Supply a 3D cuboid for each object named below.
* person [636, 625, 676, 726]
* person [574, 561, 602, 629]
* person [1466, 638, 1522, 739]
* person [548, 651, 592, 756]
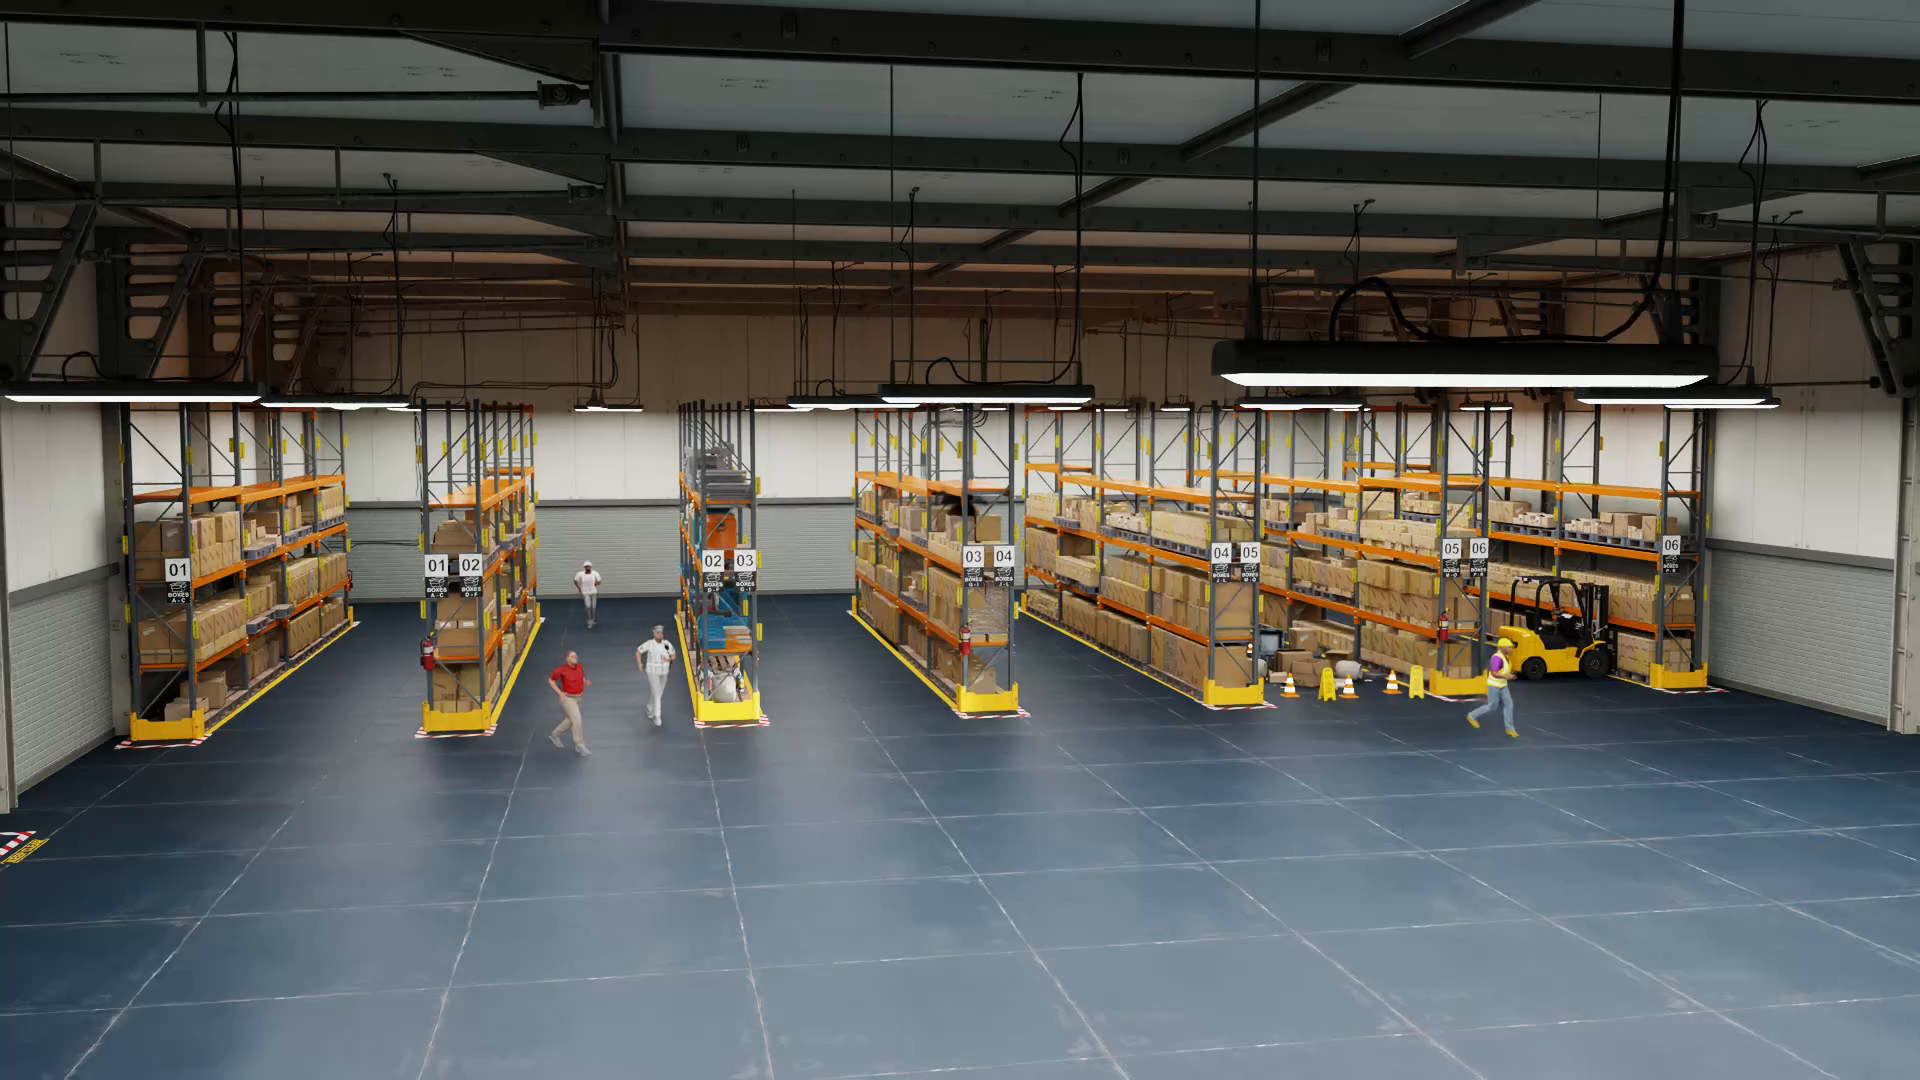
[{"bbox_3d":[-5.633,2.505,31.016,0.713,1.843,0.823,-4,6,-40],"label":"person"},{"bbox_3d":[-10.006,1.473,44.802,0.680,1.824,0.707,-2,5,-25],"label":"person"},{"bbox_3d":[9.548,2.625,29.670,0.998,1.773,0.734,3,5,36],"label":"person"},{"bbox_3d":[-6.589,2.741,28.163,0.913,1.758,0.642,2,5,24],"label":"person"}]
